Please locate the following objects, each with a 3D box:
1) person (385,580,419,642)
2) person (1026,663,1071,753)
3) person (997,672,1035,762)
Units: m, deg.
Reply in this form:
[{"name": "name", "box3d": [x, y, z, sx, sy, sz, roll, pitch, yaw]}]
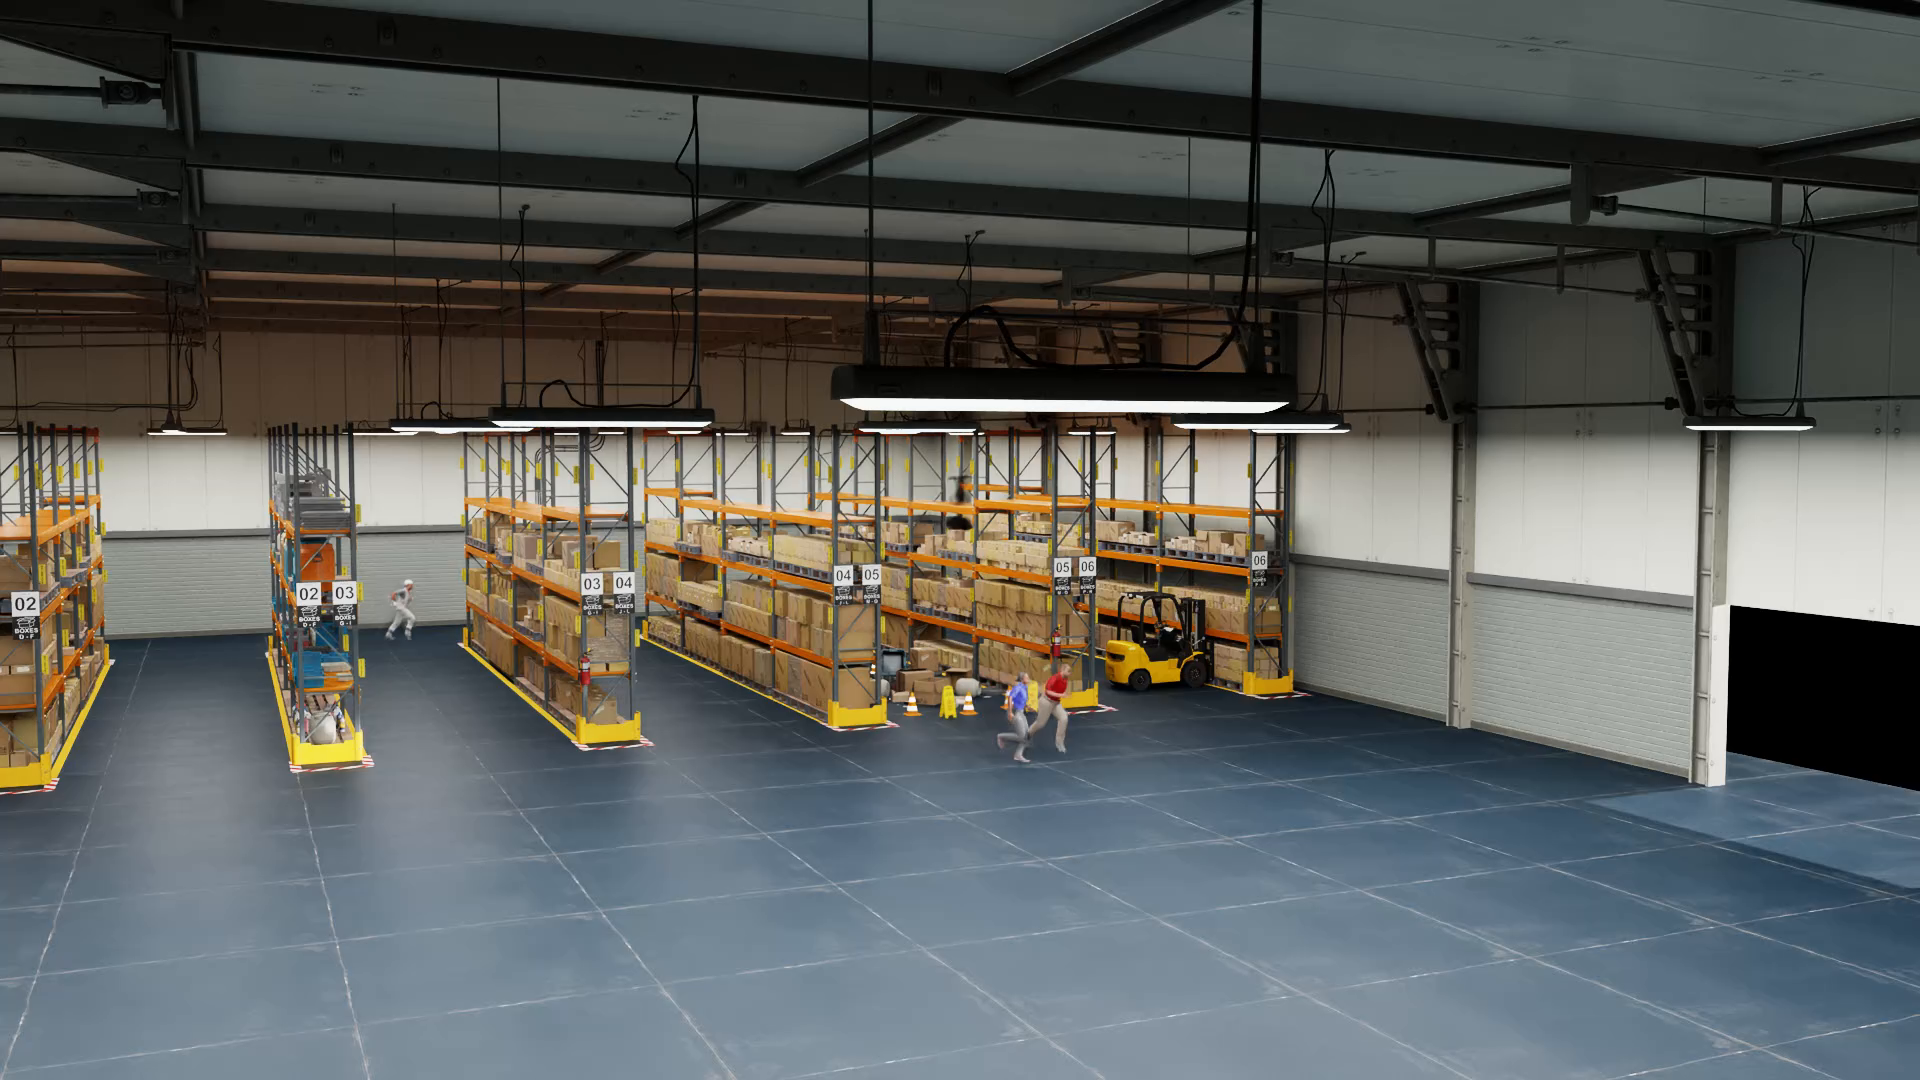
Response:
[{"name": "person", "box3d": [-15.704, 1.992, 46.768, 0.951, 1.761, 0.647, 0, 4, -7]}, {"name": "person", "box3d": [1.622, 3.079, 30.508, 1.005, 1.696, 0.707, 2, 4, 33]}, {"name": "person", "box3d": [0.993, 3.140, 29.525, 0.672, 1.615, 0.607, 1, 4, 17]}]
